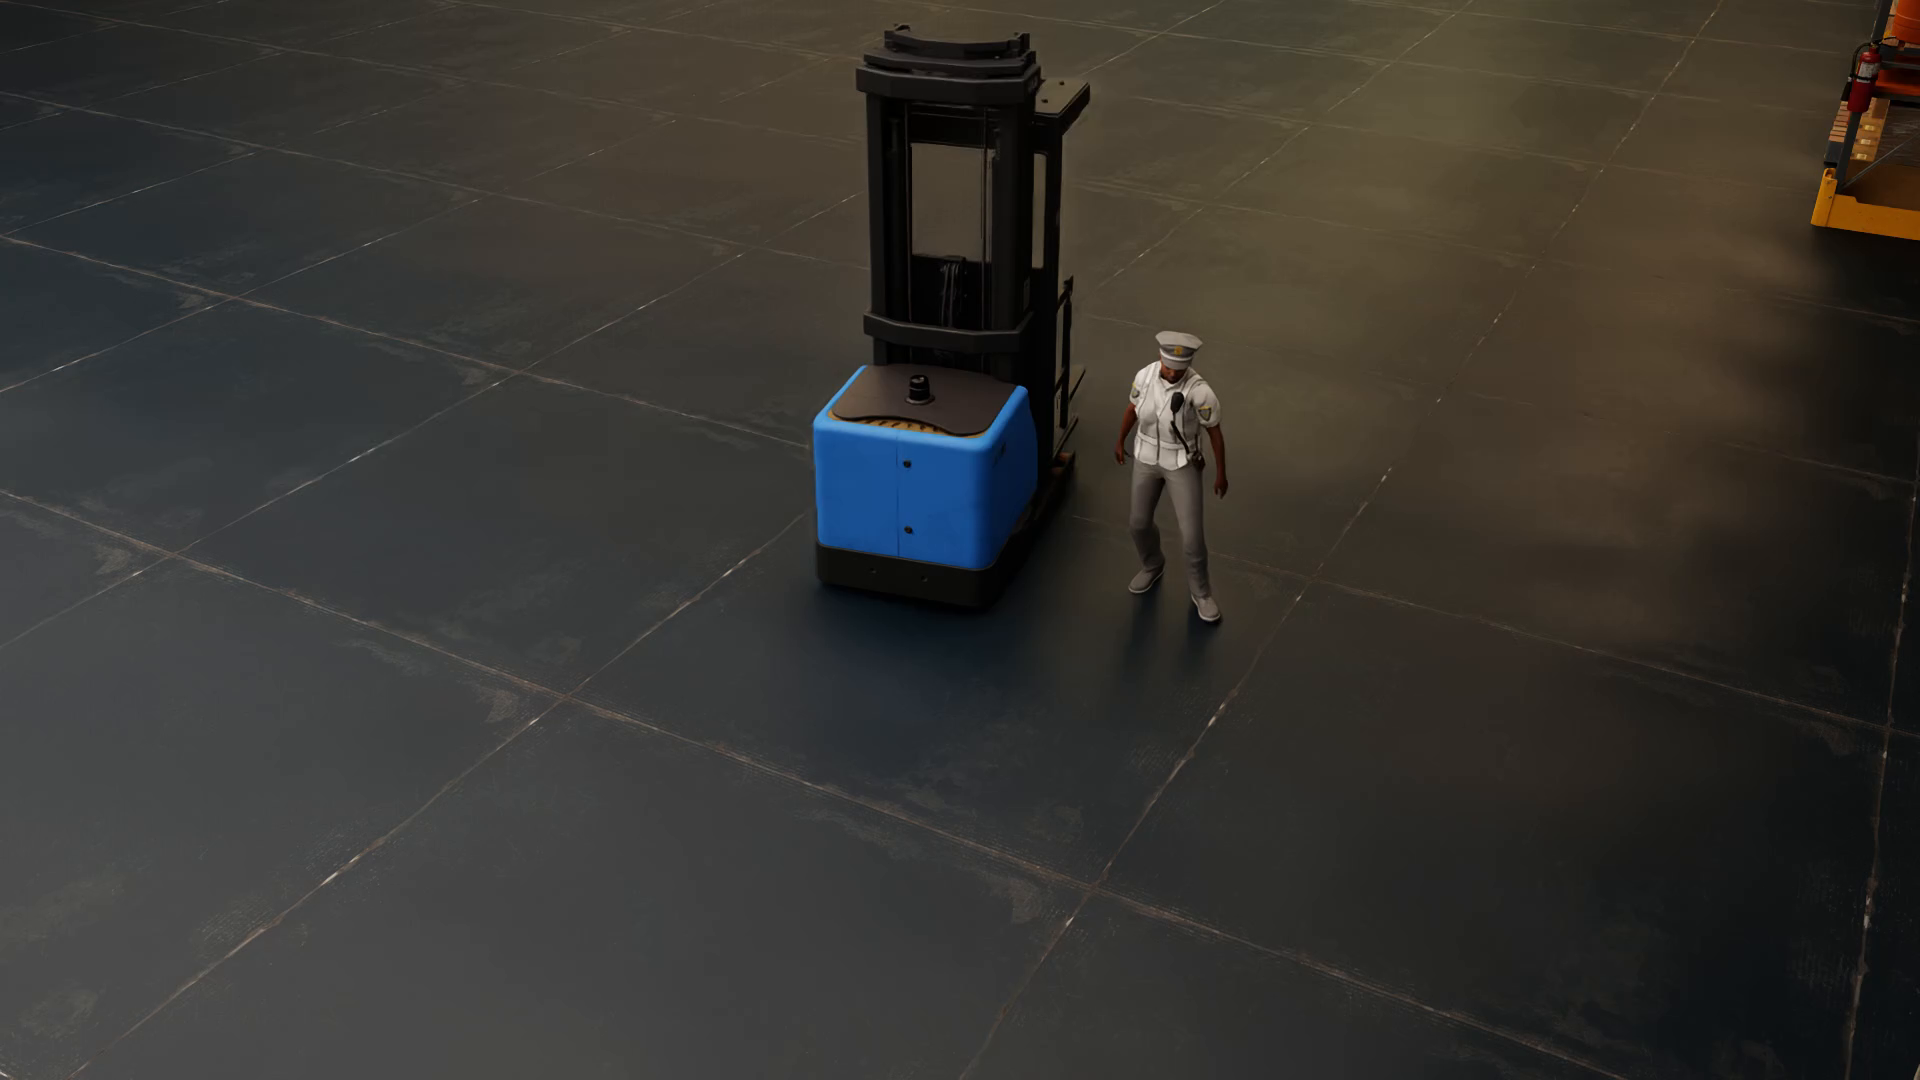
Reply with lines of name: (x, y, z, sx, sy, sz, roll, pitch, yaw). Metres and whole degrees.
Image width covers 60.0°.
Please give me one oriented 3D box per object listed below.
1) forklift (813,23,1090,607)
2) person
forklift: (0.105, -1.621, 9.879, 1.130, 2.935, 3.031, 9, 31, 15)
person: (1.157, -0.393, 9.073, 0.783, 1.631, 0.412, 17, 34, 27)
